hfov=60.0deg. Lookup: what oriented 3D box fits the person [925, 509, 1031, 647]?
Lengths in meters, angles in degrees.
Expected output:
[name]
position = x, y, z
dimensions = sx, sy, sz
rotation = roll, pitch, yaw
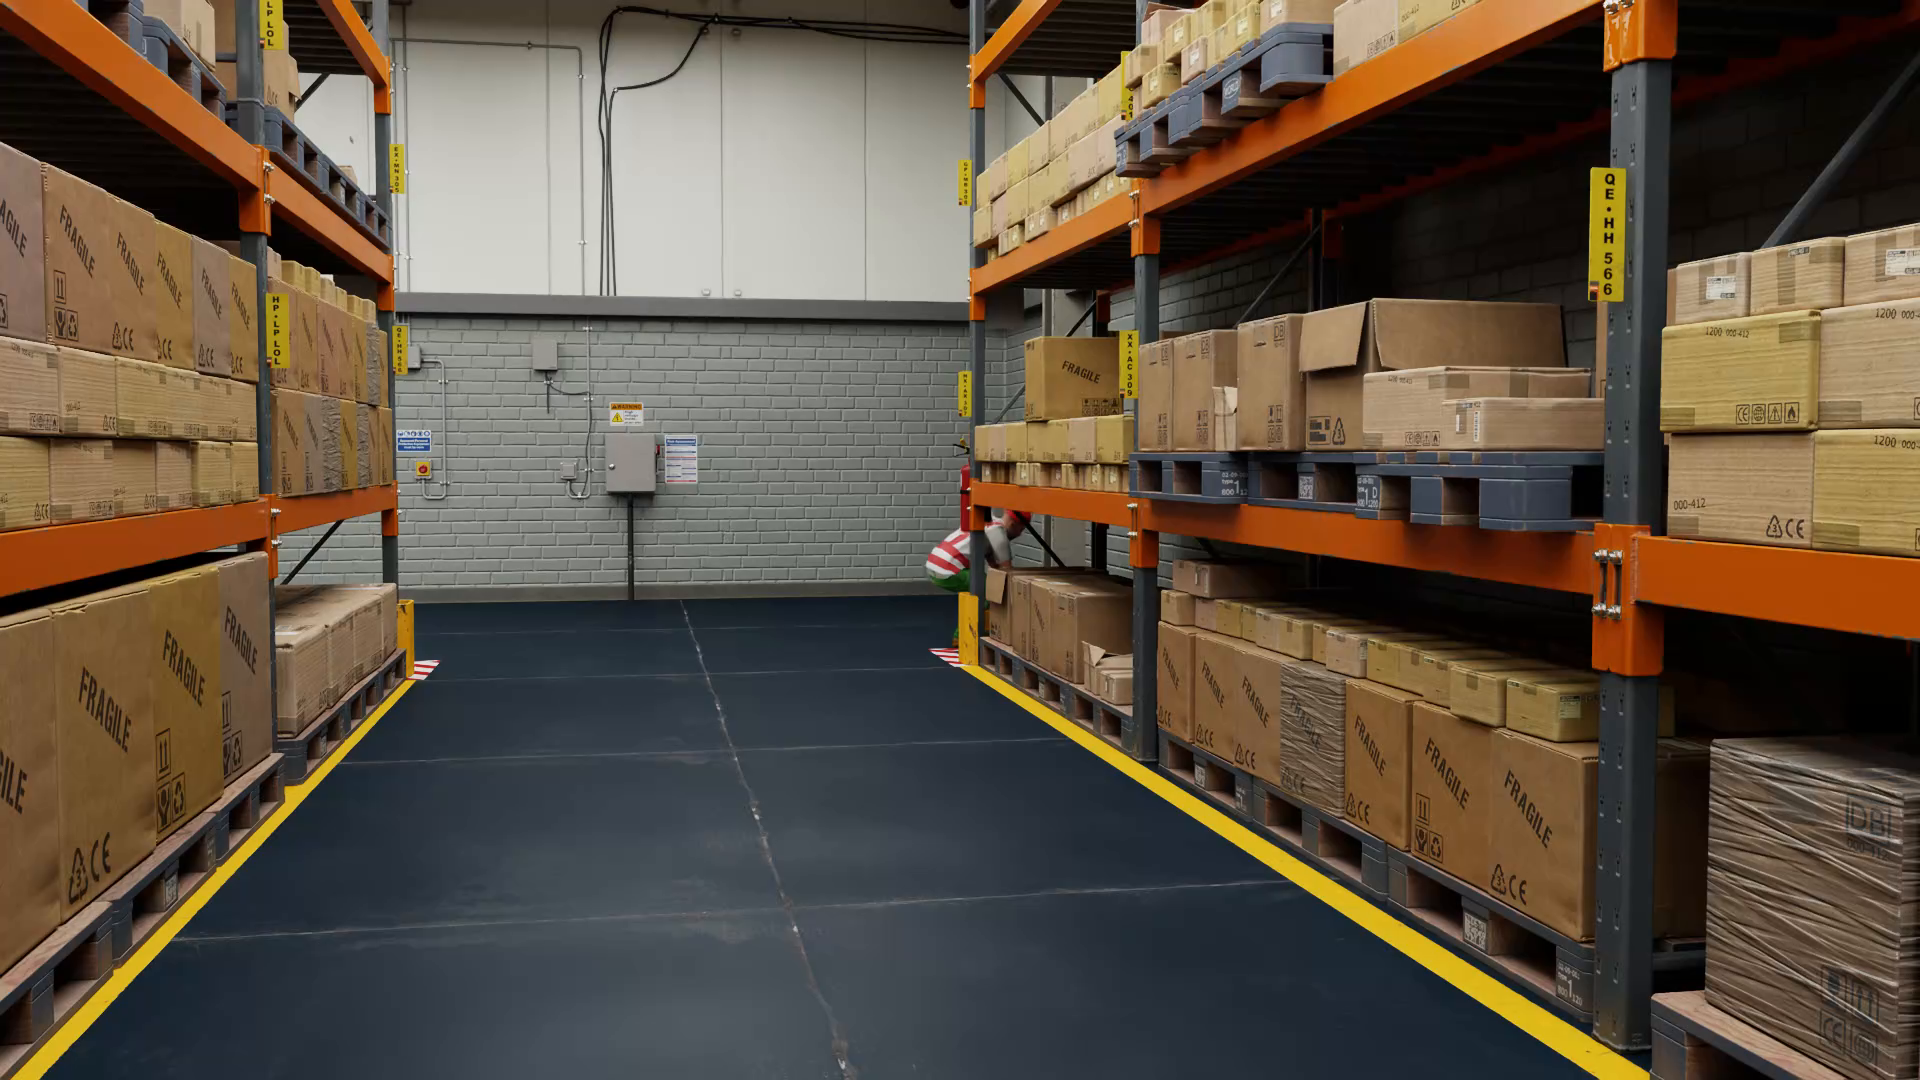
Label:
[person]
position = 0.153, 0.273, 13.136
dimensions = 0.856, 1.111, 0.582
rotation = 0, 3, -9
